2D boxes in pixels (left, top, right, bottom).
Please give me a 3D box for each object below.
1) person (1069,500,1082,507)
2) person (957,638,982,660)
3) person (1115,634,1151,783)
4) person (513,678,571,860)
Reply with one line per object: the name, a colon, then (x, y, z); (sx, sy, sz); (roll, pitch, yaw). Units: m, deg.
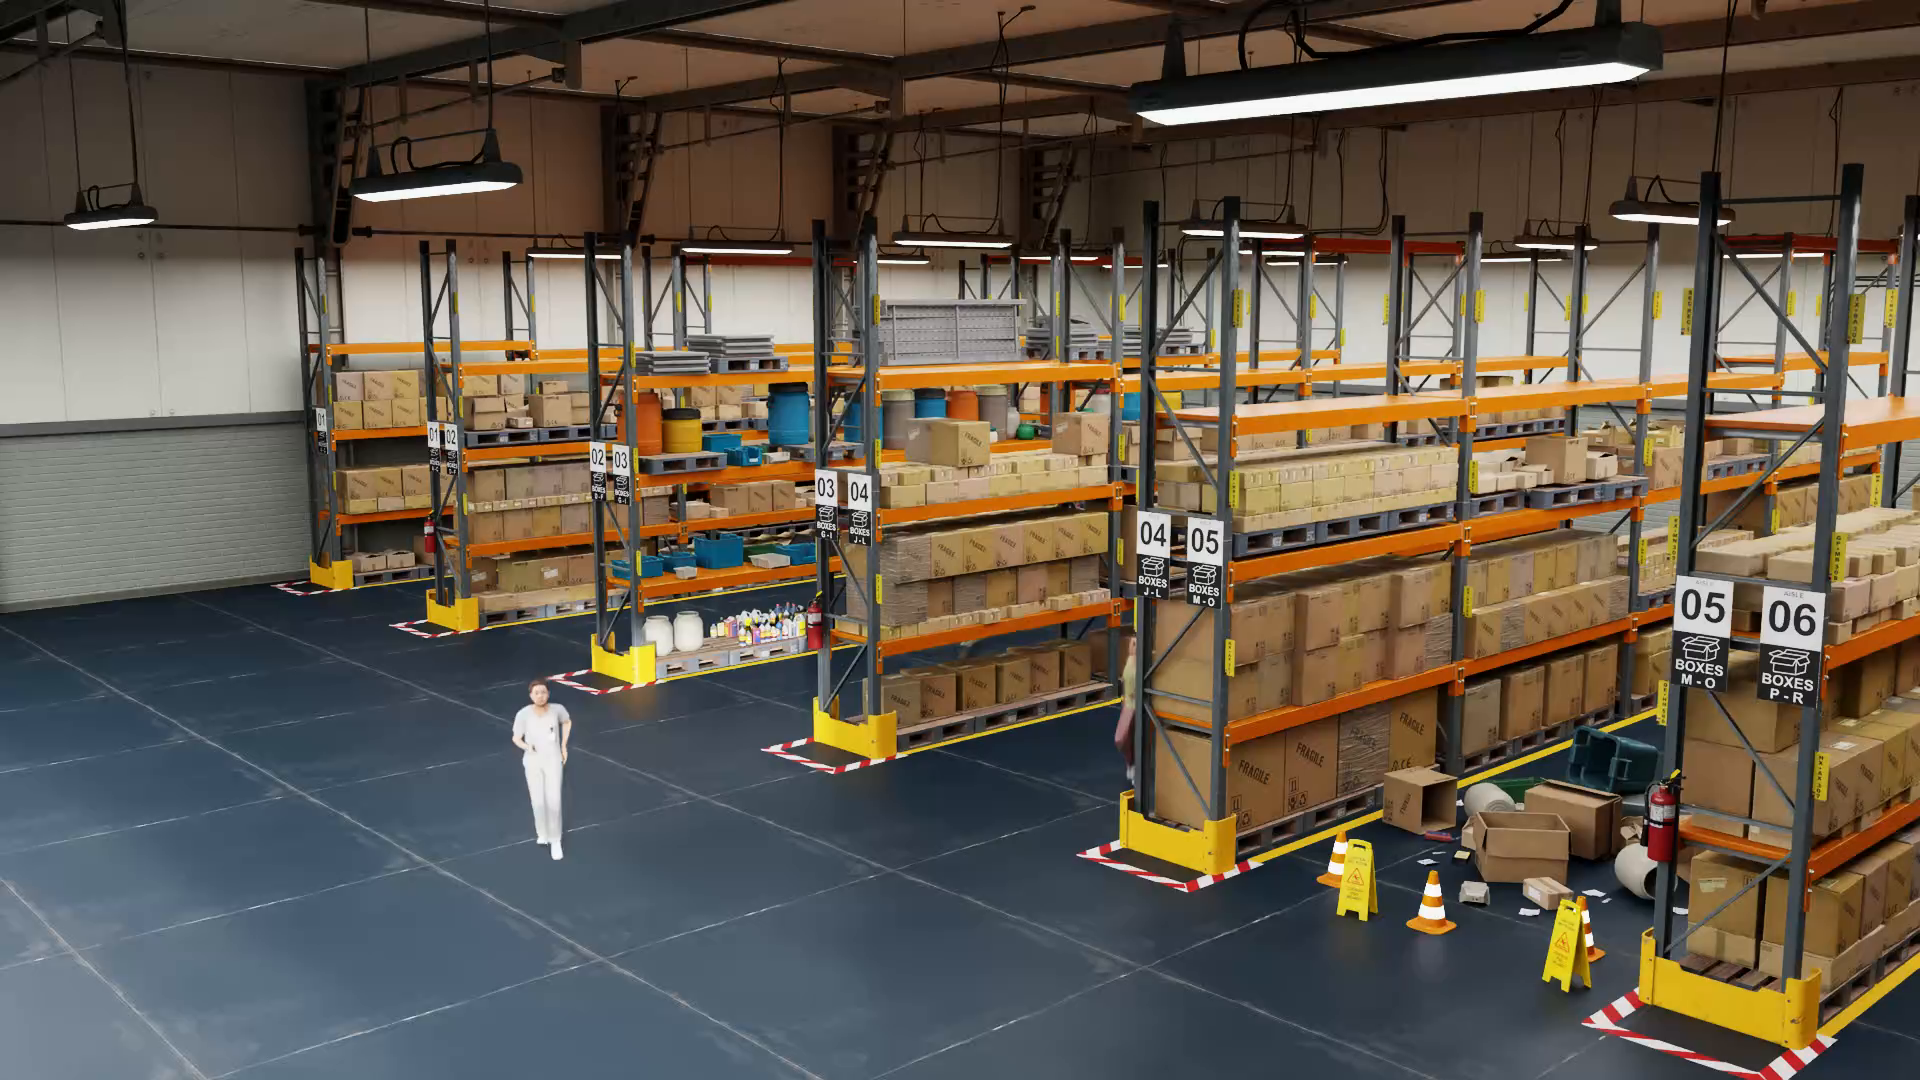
person: (2.344, -0.577, 32.944); (0.654, 1.776, 0.985); (6, 10, 37)
person: (0.084, 0.684, 22.821); (0.680, 1.914, 0.743); (8, 11, 42)
person: (1.871, 1.796, 17.536); (0.561, 1.629, 0.573); (7, 11, 40)
person: (-3.866, 2.109, 15.413); (0.517, 1.697, 0.746); (-1, 9, -10)
